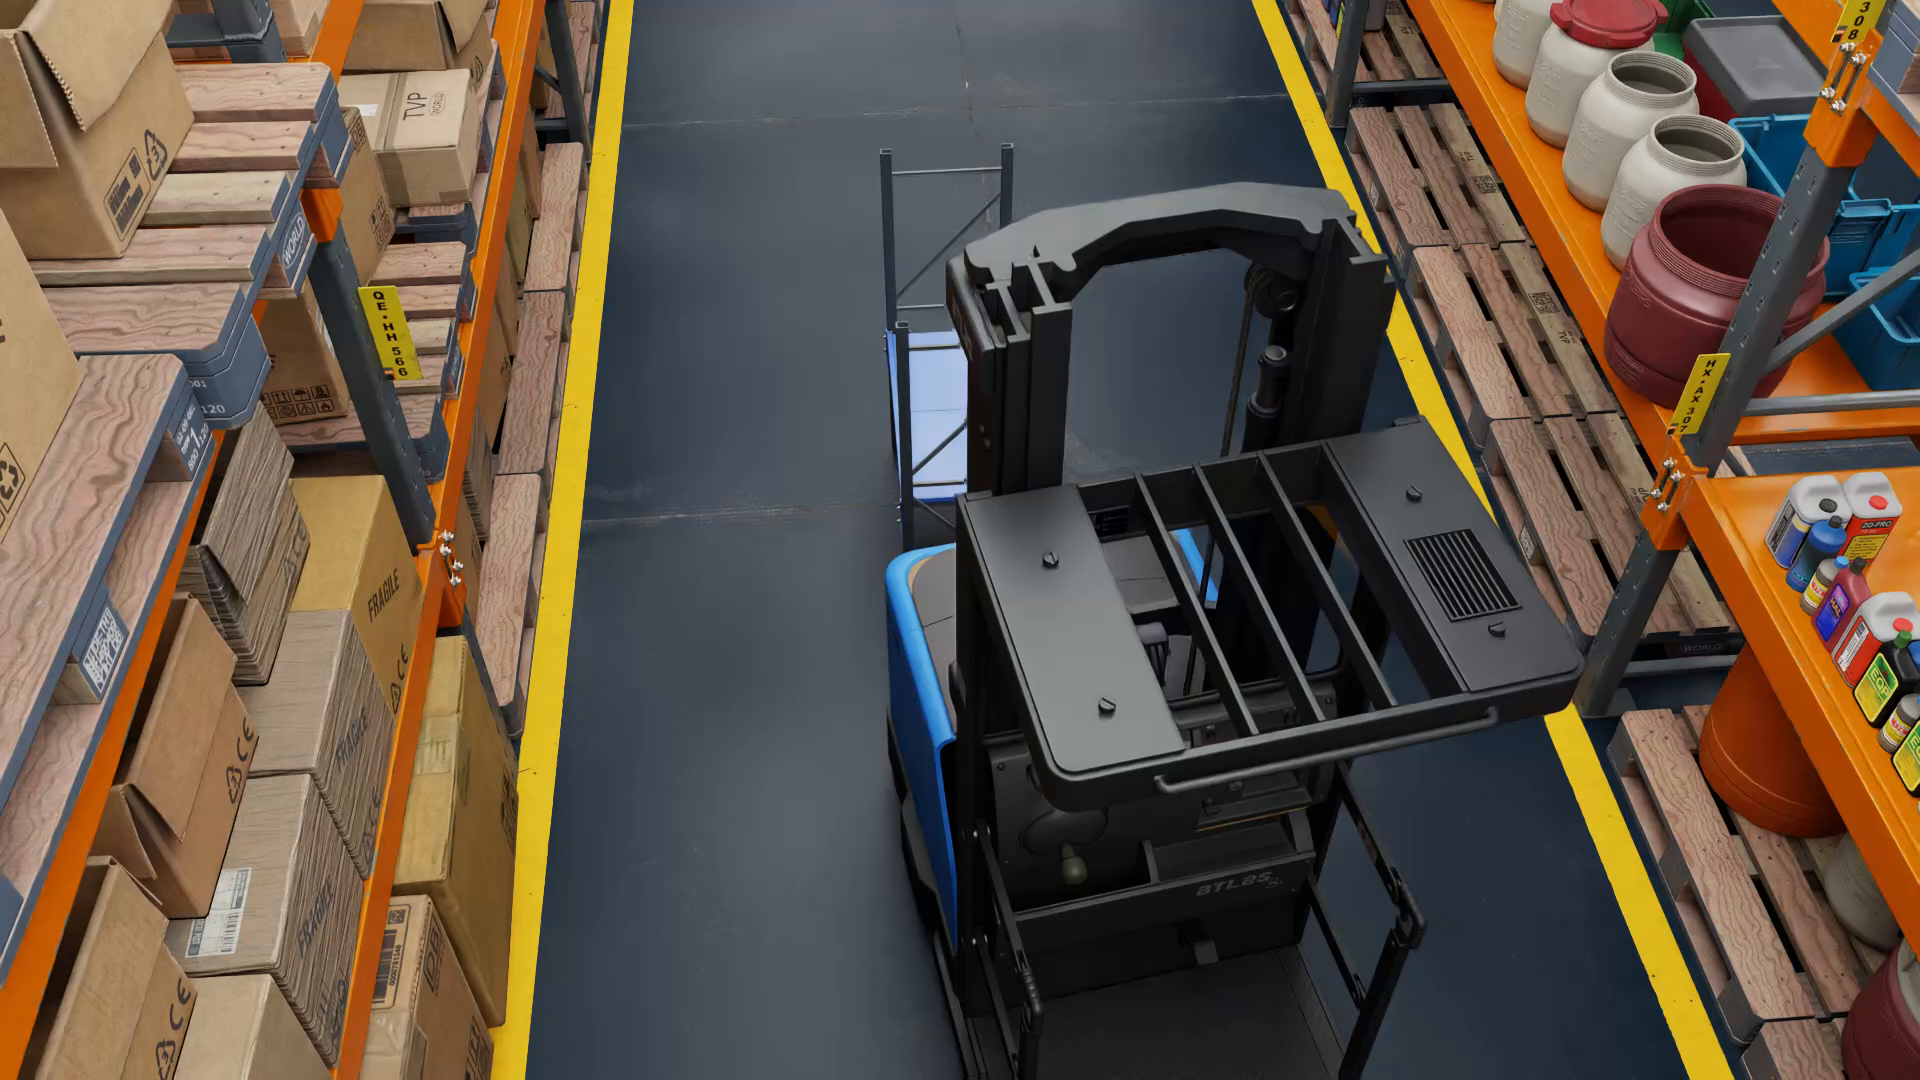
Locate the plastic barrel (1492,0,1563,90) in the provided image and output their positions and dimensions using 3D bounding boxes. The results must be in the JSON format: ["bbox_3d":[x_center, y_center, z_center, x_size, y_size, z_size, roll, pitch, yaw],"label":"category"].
[{"bbox_3d":[2.413,-2.134,6.748,0.433,0.535,0.433,0,47,0],"label":"plastic barrel"}]

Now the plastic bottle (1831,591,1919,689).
[{"bbox_3d":[2.577,0.280,4.641,0.152,0.276,0.135,-3,47,-3],"label":"plastic bottle"}]

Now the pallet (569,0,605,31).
[{"bbox_3d":[-2.643,-3.433,9.992,1.003,0.211,1.213,-3,47,-3],"label":"pallet"}]

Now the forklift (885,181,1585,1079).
[{"bbox_3d":[0.590,0.733,4.173,1.130,2.935,3.031,-10,47,-9],"label":"forklift"}]

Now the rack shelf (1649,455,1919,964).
[{"bbox_3d":[2.992,1.264,4.119,1.077,0.370,4.000,-3,47,-3],"label":"rack shelf"}]

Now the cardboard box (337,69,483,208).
[{"bbox_3d":[-2.022,-1.448,6.006,0.500,0.250,0.500,-5,47,-4],"label":"cardboard box"}]

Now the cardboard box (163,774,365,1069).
[{"bbox_3d":[-1.740,0.915,3.885,0.500,0.500,0.500,-5,47,-5],"label":"cardboard box"}]

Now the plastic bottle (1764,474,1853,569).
[{"bbox_3d":[2.539,-0.055,4.958,0.152,0.276,0.135,-3,47,-3],"label":"plastic bottle"}]

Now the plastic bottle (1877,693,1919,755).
[{"bbox_3d":[2.571,0.488,4.495,0.097,0.201,0.097,0,47,0],"label":"plastic bottle"}]

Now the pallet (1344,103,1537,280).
[{"bbox_3d":[2.594,-1.799,8.445,1.003,0.211,1.213,-3,47,-3],"label":"pallet"}]

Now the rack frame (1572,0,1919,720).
[{"bbox_3d":[2.825,-0.430,5.228,1.000,3.000,0.127,-3,47,-3],"label":"rack frame"}]

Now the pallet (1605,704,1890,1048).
[{"bbox_3d":[2.932,1.097,5.702,1.003,0.211,1.213,-3,47,-3],"label":"pallet"}]

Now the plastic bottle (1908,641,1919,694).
[{"bbox_3d":[2.621,0.364,4.565,0.097,0.271,0.097,0,47,0],"label":"plastic bottle"}]

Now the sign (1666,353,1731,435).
[{"bbox_3d":[2.277,-0.448,5.132,0.100,0.325,0.005,-3,47,-3],"label":"sign"}]

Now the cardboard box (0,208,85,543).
[{"bbox_3d":[-1.828,-0.283,2.665,0.500,0.500,0.500,-1,47,-1],"label":"cardboard box"}]

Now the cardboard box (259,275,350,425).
[{"bbox_3d":[-2.196,-0.696,5.122,0.500,0.500,0.500,-9,47,-8],"label":"cardboard box"}]

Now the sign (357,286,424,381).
[{"bbox_3d":[-1.558,-0.563,4.556,0.100,0.325,0.005,-3,47,-3],"label":"sign"}]

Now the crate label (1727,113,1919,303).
[{"bbox_3d":[3.011,-1.177,5.911,0.502,0.435,0.616,-3,47,-3],"label":"crate label"}]

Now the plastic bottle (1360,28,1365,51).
[{"bbox_3d":[2.149,-2.757,9.056,0.097,0.201,0.097,0,47,0],"label":"plastic bottle"}]

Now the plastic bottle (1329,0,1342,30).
[{"bbox_3d":[2.149,-3.013,9.195,0.144,0.351,0.185,-5,47,-4],"label":"plastic bottle"}]

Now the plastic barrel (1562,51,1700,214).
[{"bbox_3d":[2.490,-1.505,6.168,0.421,0.512,0.421,0,47,0],"label":"plastic barrel"}]

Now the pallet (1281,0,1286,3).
[{"bbox_3d":[2.370,-3.738,10.282,1.003,0.211,1.213,-3,47,-3],"label":"pallet"}]

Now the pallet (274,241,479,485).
[{"bbox_3d":[-2.277,-0.572,5.495,1.213,0.211,1.003,-3,47,-3],"label":"pallet"}]

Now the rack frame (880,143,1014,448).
[{"bbox_3d":[-0.050,-0.945,6.749,0.500,1.500,0.032,-3,47,-3],"label":"rack frame"}]

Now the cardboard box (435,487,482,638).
[{"bbox_3d":[-2.187,0.096,6.148,0.700,0.500,0.500,-6,47,-5],"label":"cardboard box"}]

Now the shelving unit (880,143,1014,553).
[{"bbox_3d":[-0.007,-0.577,6.400,0.538,1.500,1.048,-3,47,-3],"label":"shelving unit"}]

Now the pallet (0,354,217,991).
[{"bbox_3d":[-1.908,0.176,2.718,1.003,0.211,1.213,-2,47,-1],"label":"pallet"}]

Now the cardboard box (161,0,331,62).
[{"bbox_3d":[-1.897,-1.464,4.245,0.500,0.250,0.500,-3,47,-3],"label":"cardboard box"}]

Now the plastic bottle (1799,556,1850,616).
[{"bbox_3d":[2.529,0.127,4.837,0.097,0.201,0.097,0,47,0],"label":"plastic bottle"}]

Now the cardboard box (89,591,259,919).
[{"bbox_3d":[-2.014,0.493,3.594,0.797,0.503,0.637,-3,47,-2],"label":"cardboard box"}]

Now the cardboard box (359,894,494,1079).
[{"bbox_3d":[-2.007,1.603,4.476,1.225,0.875,0.875,-3,47,-3],"label":"cardboard box"}]

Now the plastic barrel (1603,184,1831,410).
[{"bbox_3d":[2.484,-0.794,5.479,0.600,0.536,0.708,-3,47,-3],"label":"plastic barrel"}]

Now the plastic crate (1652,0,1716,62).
[{"bbox_3d":[2.917,-2.008,6.869,0.450,0.188,0.662,-3,47,-3],"label":"plastic crate"}]

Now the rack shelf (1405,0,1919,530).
[{"bbox_3d":[2.657,-1.630,6.859,1.077,0.370,4.000,-3,47,-3],"label":"rack shelf"}]

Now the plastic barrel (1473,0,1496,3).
[{"bbox_3d":[2.351,-2.665,7.251,0.433,0.535,0.433,0,47,0],"label":"plastic barrel"}]

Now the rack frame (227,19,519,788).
[{"bbox_3d":[-2.111,-0.129,4.943,1.000,3.000,0.127,-3,47,-3],"label":"rack frame"}]

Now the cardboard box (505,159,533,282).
[{"bbox_3d":[-2.395,-1.523,7.682,0.700,0.500,0.500,-4,47,-4],"label":"cardboard box"}]

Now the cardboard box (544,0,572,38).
[{"bbox_3d":[-2.495,-3.014,9.107,0.500,0.500,0.500,10,47,9],"label":"cardboard box"}]

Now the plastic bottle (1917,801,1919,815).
[{"bbox_3d":[2.590,0.631,4.312,0.097,0.271,0.097,0,47,0],"label":"plastic bottle"}]

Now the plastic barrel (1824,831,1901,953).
[{"bbox_3d":[3.019,1.037,5.263,0.421,0.512,0.421,0,47,0],"label":"plastic barrel"}]

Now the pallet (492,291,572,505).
[{"bbox_3d":[-2.274,-0.616,7.325,1.003,0.211,1.213,-3,47,-3],"label":"pallet"}]

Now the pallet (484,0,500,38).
[{"bbox_3d":[-2.527,-2.395,7.221,1.003,0.211,1.213,-3,47,-3],"label":"pallet"}]

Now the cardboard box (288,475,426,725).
[{"bbox_3d":[-1.823,0.179,4.582,0.500,0.500,0.500,-2,47,-2],"label":"cardboard box"}]

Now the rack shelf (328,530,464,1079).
[{"bbox_3d":[-1.944,1.565,3.833,1.077,0.370,4.000,-3,47,-3],"label":"rack shelf"}]

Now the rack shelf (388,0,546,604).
[{"bbox_3d":[-2.278,-1.329,6.574,1.077,0.370,4.000,-3,47,-3],"label":"rack shelf"}]

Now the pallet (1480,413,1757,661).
[{"bbox_3d":[2.798,-0.034,6.773,1.003,0.211,1.213,-3,47,-3],"label":"pallet"}]

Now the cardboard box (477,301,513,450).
[{"bbox_3d":[-2.300,-0.715,6.916,0.700,0.500,0.500,0,47,0],"label":"cardboard box"}]
